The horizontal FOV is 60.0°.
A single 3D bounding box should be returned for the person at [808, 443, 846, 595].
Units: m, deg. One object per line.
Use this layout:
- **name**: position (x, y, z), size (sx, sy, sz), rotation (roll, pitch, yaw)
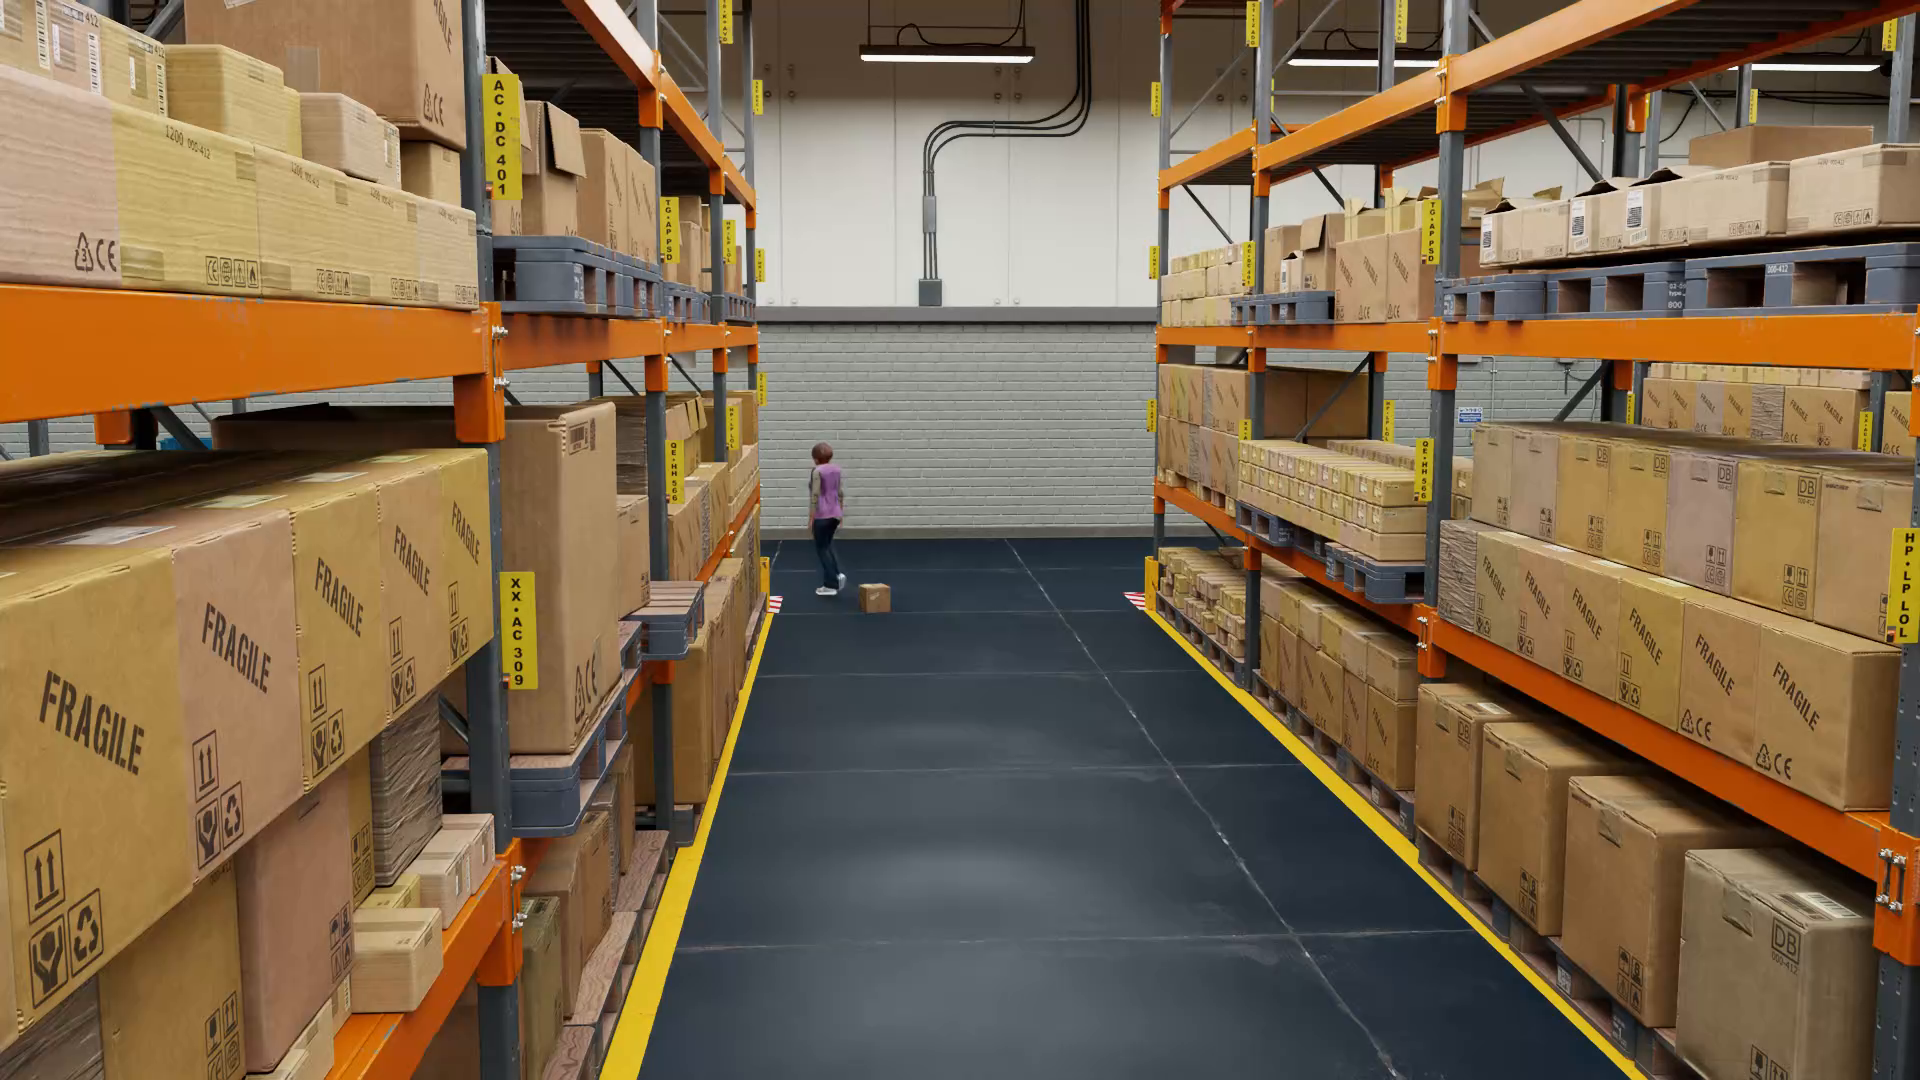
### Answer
- **person**: position (-1.412, -0.221, 17.356), size (0.395, 1.591, 0.464), rotation (6, 9, 39)
